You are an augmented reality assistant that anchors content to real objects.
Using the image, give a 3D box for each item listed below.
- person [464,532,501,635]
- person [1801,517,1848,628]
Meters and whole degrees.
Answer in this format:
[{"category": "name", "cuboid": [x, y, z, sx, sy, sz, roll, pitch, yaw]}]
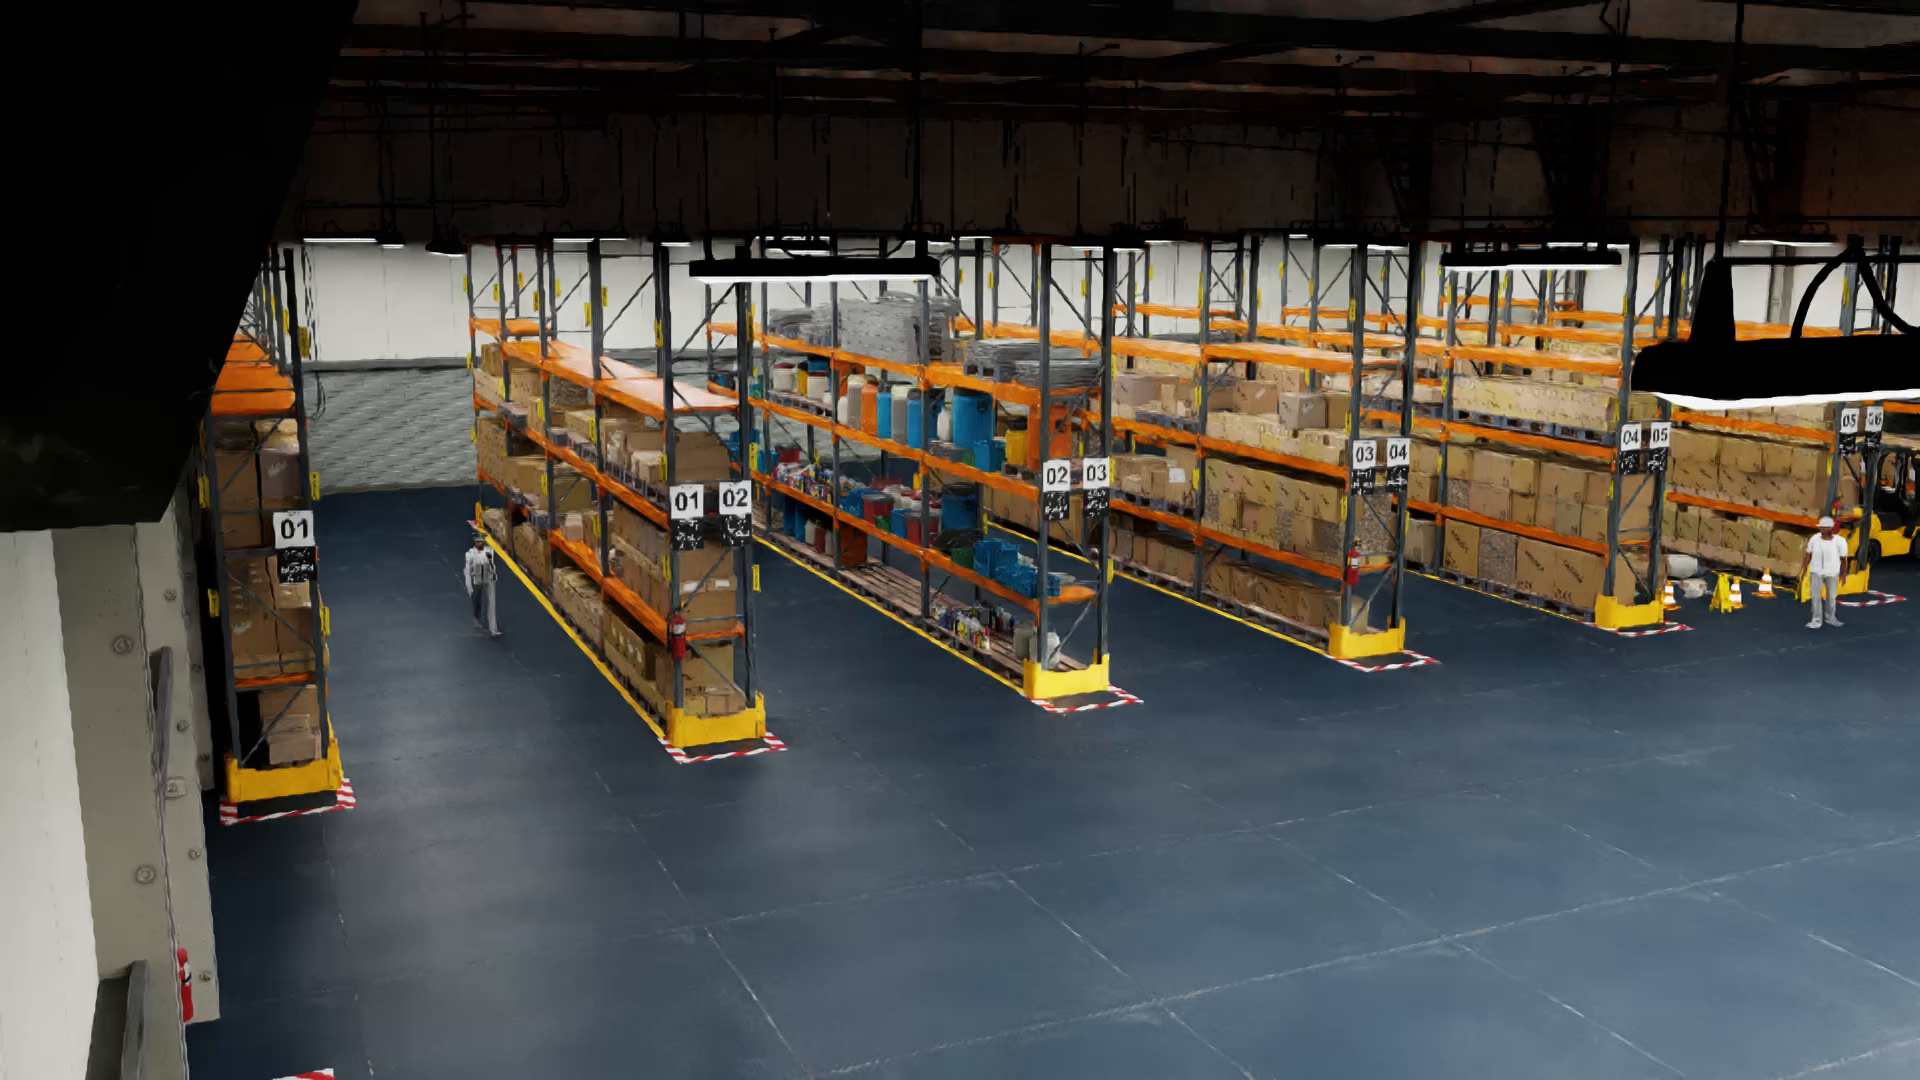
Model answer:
[{"category": "person", "cuboid": [-7.362, 0.637, 25.567, 0.495, 1.589, 1.086, -4, 12, -21]}, {"category": "person", "cuboid": [13.528, 0.497, 26.001, 0.660, 1.760, 0.541, 9, 14, 38]}]
